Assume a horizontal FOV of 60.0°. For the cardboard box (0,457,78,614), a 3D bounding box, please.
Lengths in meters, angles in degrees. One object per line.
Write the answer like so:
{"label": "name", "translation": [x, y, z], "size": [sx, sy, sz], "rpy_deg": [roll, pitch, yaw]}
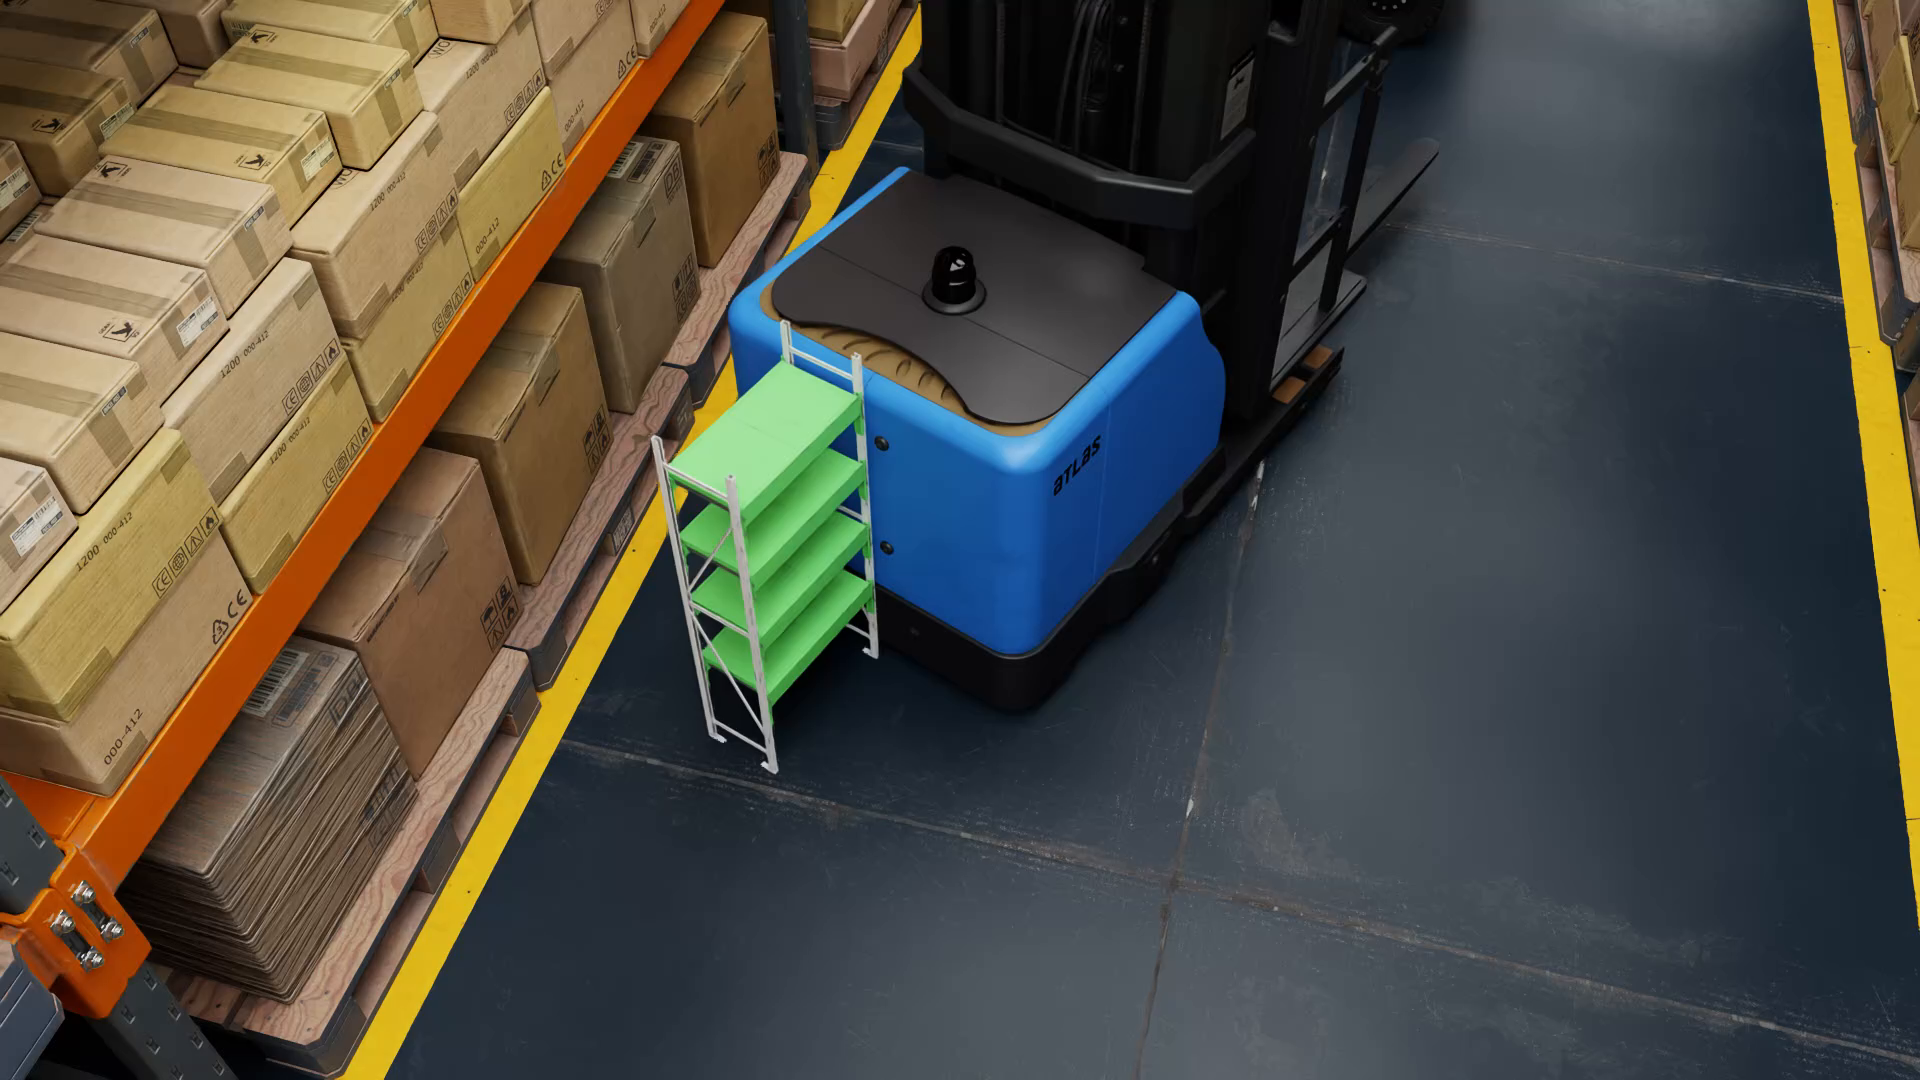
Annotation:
{"label": "cardboard box", "translation": [-1.733, -0.026, 2.773], "size": [0.380, 0.149, 0.250], "rpy_deg": [13, 50, 11]}

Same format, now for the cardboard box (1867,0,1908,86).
{"label": "cardboard box", "translation": [3.906, -1.986, 6.556], "size": [0.500, 0.250, 0.500], "rpy_deg": [12, 50, 11]}

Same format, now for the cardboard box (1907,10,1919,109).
{"label": "cardboard box", "translation": [3.770, -1.848, 5.934], "size": [0.500, 0.500, 0.500], "rpy_deg": [12, 50, 11]}

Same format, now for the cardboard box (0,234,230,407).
{"label": "cardboard box", "translation": [-1.622, -0.410, 3.112], "size": [0.380, 0.149, 0.250], "rpy_deg": [13, 50, 11]}

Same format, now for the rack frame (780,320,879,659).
{"label": "rack frame", "translation": [-0.344, -0.097, 4.535], "size": [0.240, 1.200, 0.015], "rpy_deg": [27, 54, 22]}

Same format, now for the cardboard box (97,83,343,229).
{"label": "cardboard box", "translation": [-1.528, -0.789, 3.446], "size": [0.380, 0.149, 0.250], "rpy_deg": [12, 50, 10]}

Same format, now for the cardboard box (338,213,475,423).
{"label": "cardboard box", "translation": [-1.483, -0.565, 3.848], "size": [0.500, 0.250, 0.500], "rpy_deg": [10, 49, 9]}

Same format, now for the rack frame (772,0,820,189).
{"label": "rack frame", "translation": [-1.049, -2.499, 5.455], "size": [1.000, 3.000, 0.127], "rpy_deg": [12, 50, 10]}

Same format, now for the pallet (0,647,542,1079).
{"label": "pallet", "translation": [-1.847, 0.730, 4.465], "size": [1.003, 0.211, 1.213], "rpy_deg": [12, 50, 10]}

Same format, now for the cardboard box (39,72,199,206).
{"label": "cardboard box", "translation": [-1.984, -0.833, 3.751], "size": [0.500, 0.250, 0.500], "rpy_deg": [11, 50, 10]}

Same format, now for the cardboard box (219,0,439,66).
{"label": "cardboard box", "translation": [-1.429, -1.168, 3.781], "size": [0.380, 0.149, 0.250], "rpy_deg": [12, 50, 10]}

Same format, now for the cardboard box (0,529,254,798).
{"label": "cardboard box", "translation": [-1.749, 0.171, 3.198], "size": [0.500, 0.250, 0.500], "rpy_deg": [12, 50, 10]}

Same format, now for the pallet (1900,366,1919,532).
{"label": "pallet", "translation": [3.537, -0.036, 5.141], "size": [1.003, 0.211, 1.213], "rpy_deg": [12, 50, 10]}

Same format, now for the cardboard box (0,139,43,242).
{"label": "cardboard box", "translation": [-2.126, -0.706, 3.373], "size": [0.380, 0.149, 0.250], "rpy_deg": [11, 49, 9]}

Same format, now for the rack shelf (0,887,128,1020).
{"label": "rack shelf", "translation": [-2.628, 2.079, 1.894], "size": [1.077, 0.370, 4.000], "rpy_deg": [12, 50, 10]}

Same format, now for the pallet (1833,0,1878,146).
{"label": "pallet", "translation": [4.203, -1.977, 6.854], "size": [1.003, 0.211, 1.213], "rpy_deg": [12, 50, 10]}

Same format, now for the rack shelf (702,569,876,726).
{"label": "rack shelf", "translation": [-0.479, 0.256, 4.629], "size": [0.258, 0.148, 0.480], "rpy_deg": [27, 54, 22]}

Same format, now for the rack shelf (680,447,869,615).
{"label": "rack shelf", "translation": [-0.479, -0.061, 4.269], "size": [0.258, 0.148, 0.480], "rpy_deg": [27, 54, 22]}

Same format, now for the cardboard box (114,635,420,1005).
{"label": "cardboard box", "translation": [-1.924, 0.593, 4.030], "size": [0.875, 0.625, 0.625], "rpy_deg": [13, 50, 11]}

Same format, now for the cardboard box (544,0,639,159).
{"label": "cardboard box", "translation": [-1.216, -1.315, 4.510], "size": [0.500, 0.250, 0.500], "rpy_deg": [12, 50, 10]}

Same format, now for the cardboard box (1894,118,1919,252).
{"label": "cardboard box", "translation": [3.637, -1.232, 5.890], "size": [0.500, 0.250, 0.500], "rpy_deg": [14, 50, 12]}

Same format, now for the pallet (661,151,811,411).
{"label": "pallet", "translation": [-1.205, -1.035, 6.023], "size": [1.003, 0.211, 1.213], "rpy_deg": [12, 50, 10]}

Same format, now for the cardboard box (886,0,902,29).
{"label": "cardboard box", "translation": [-0.483, -2.383, 6.906], "size": [0.500, 0.250, 0.500], "rpy_deg": [11, 49, 9]}

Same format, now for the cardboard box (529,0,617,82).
{"label": "cardboard box", "translation": [-1.200, -1.467, 4.310], "size": [0.500, 0.250, 0.500], "rpy_deg": [12, 50, 11]}

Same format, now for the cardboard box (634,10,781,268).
{"label": "cardboard box", "translation": [-1.175, -1.472, 5.852], "size": [0.875, 0.625, 0.625], "rpy_deg": [14, 50, 12]}

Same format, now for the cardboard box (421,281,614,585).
{"label": "cardboard box", "translation": [-1.583, -0.368, 4.878], "size": [0.875, 0.625, 0.625], "rpy_deg": [10, 49, 8]}

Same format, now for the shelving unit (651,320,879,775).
{"label": "shelving unit", "translation": [-0.479, 0.055, 4.401], "size": [0.258, 1.200, 0.503], "rpy_deg": [27, 54, 22]}

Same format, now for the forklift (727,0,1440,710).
{"label": "forklift", "translation": [0.645, -1.554, 4.666], "size": [1.130, 2.935, 3.031], "rpy_deg": [29, 55, 23]}

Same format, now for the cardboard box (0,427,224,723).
{"label": "cardboard box", "translation": [-1.725, 0.011, 3.006], "size": [0.500, 0.250, 0.500], "rpy_deg": [12, 50, 10]}

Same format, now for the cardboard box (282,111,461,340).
{"label": "cardboard box", "translation": [-1.461, -0.731, 3.661], "size": [0.500, 0.250, 0.500], "rpy_deg": [10, 49, 9]}

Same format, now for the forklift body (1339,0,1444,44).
{"label": "forklift body", "translation": [1.265, -3.380, 6.798], "size": [2.313, 2.155, 1.214], "rpy_deg": [12, 50, 10]}

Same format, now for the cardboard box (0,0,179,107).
{"label": "cardboard box", "translation": [-1.997, -1.077, 3.701], "size": [0.380, 0.149, 0.250], "rpy_deg": [11, 49, 9]}
